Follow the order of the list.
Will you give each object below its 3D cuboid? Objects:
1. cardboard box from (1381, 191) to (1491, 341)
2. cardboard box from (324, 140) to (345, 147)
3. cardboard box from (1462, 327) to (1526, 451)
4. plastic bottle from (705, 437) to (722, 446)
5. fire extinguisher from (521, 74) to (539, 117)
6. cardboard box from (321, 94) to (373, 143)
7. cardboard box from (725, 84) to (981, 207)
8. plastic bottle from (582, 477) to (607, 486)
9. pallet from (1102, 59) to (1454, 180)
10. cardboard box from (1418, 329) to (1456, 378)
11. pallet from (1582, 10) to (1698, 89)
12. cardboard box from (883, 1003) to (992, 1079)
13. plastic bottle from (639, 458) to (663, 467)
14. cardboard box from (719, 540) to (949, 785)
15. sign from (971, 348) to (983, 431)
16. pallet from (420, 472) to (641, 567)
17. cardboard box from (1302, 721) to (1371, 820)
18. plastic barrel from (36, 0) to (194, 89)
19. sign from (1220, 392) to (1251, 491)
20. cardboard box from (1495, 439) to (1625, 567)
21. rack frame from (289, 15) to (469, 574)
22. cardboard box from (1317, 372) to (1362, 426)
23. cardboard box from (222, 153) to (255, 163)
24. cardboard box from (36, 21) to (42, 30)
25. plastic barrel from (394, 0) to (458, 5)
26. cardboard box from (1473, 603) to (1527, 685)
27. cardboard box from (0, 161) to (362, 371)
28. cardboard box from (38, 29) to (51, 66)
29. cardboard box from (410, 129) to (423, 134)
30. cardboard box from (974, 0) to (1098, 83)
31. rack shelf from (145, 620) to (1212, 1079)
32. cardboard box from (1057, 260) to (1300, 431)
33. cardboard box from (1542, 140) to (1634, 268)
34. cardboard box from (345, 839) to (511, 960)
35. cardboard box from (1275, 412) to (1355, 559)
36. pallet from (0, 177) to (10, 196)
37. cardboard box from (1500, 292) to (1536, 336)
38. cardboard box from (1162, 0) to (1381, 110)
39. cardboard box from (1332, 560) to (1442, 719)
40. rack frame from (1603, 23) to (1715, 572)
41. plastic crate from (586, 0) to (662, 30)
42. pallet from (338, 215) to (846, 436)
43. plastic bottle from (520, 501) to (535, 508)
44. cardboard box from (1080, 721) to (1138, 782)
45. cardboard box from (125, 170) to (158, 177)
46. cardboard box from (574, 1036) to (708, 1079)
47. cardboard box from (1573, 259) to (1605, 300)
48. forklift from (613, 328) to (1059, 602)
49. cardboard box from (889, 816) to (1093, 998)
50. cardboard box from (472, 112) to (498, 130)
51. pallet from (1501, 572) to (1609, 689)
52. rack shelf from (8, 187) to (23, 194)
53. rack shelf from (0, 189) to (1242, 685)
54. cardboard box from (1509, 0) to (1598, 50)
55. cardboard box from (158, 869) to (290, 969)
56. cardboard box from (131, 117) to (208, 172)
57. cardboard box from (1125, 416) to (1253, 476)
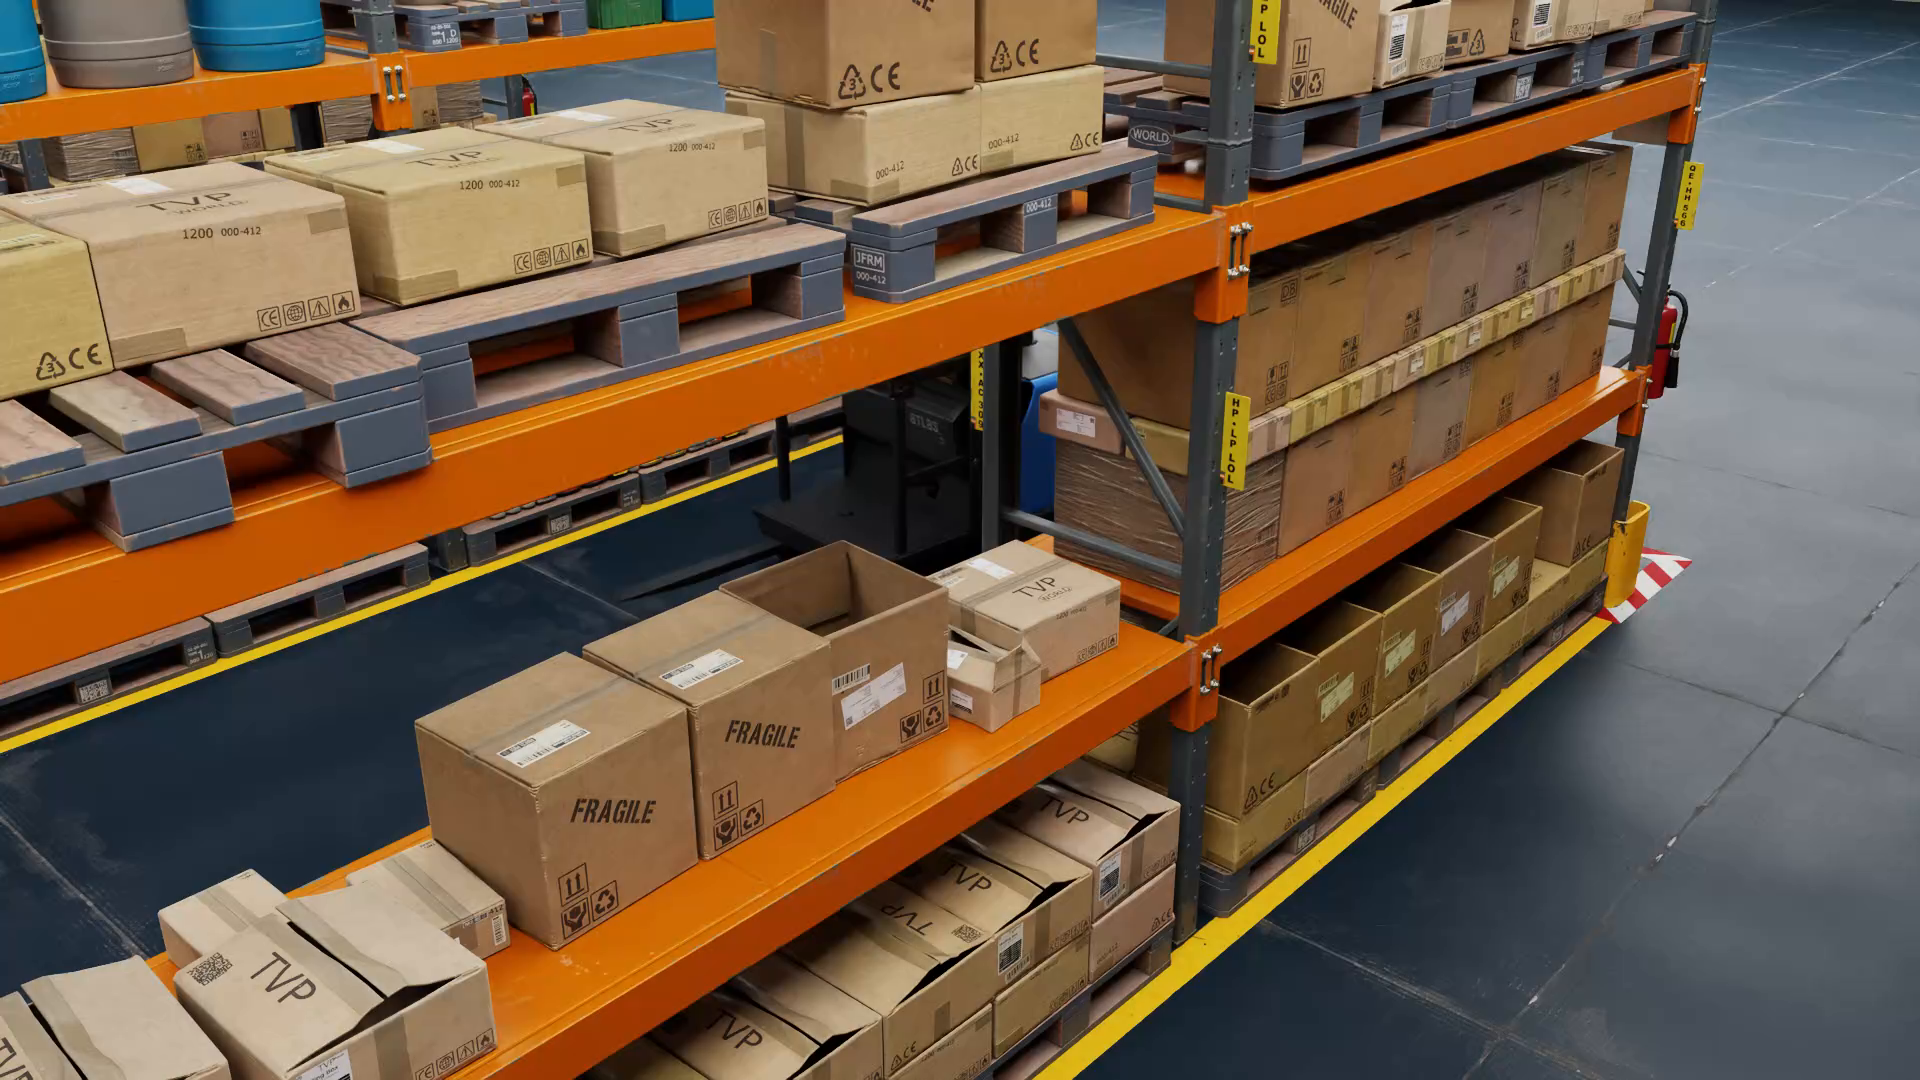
[{"bbox_3d":[1.790,-1.211,7.077,0.700,0.500,0.500,20,31,38],"label":"cardboard box"},{"bbox_3d":[-5.170,-3.159,13.437,0.380,0.149,0.250,20,31,38],"label":"cardboard box"},{"bbox_3d":[2.160,-0.793,7.729,0.700,0.500,0.500,20,31,38],"label":"cardboard box"},{"bbox_3d":[-1.610,-0.760,10.569,0.152,0.276,0.135,20,31,38],"label":"plastic bottle"},{"bbox_3d":[-3.791,-3.777,14.601,0.296,0.674,0.183,20,31,38],"label":"fire extinguisher"},{"bbox_3d":[-5.209,-3.598,13.624,0.875,0.500,0.500,20,31,38],"label":"cardboard box"},{"bbox_3d":[-0.289,-1.117,4.578,0.500,0.250,0.500,17,29,33],"label":"cardboard box"},{"bbox_3d":[-2.218,-0.514,9.930,0.144,0.351,0.185,19,30,35],"label":"plastic bottle"},{"bbox_3d":[1.044,-1.573,6.034,1.003,0.211,1.213,20,31,38],"label":"pallet"},{"bbox_3d":[1.849,-0.822,7.001,0.380,0.149,0.250,20,31,37],"label":"cardboard box"},{"bbox_3d":[2.673,-2.317,7.692,1.003,0.211,1.213,20,31,38],"label":"pallet"},{"bbox_3d":[-0.247,1.600,5.362,0.500,0.250,0.500,21,32,39],"label":"cardboard box"},{"bbox_3d":[-1.935,-0.643,10.219,0.144,0.351,0.185,20,31,37],"label":"plastic bottle"},{"bbox_3d":[-0.382,0.366,5.144,0.500,0.500,0.500,-22,32,-39],"label":"cardboard box"},{"bbox_3d":[0.080,-0.560,6.178,0.100,0.325,0.005,20,31,38],"label":"sign"},{"bbox_3d":[-2.713,-0.253,10.055,1.003,0.211,1.213,20,31,38],"label":"pallet"},{"bbox_3d":[1.367,0.876,6.978,0.500,0.250,0.500,20,31,38],"label":"cardboard box"},{"bbox_3d":[-3.806,-2.516,7.415,0.600,0.901,0.600,0,24,0],"label":"plastic barrel"},{"bbox_3d":[0.905,-0.325,5.490,0.100,0.325,0.005,20,31,38],"label":"sign"},{"bbox_3d":[3.027,-0.231,8.530,0.500,0.500,0.500,20,31,38],"label":"cardboard box"},{"bbox_3d":[-3.192,-1.332,9.054,1.000,3.000,0.127,20,31,38],"label":"rack frame"},{"bbox_3d":[1.330,-0.584,6.472,0.380,0.149,0.250,20,31,37],"label":"cardboard box"},{"bbox_3d":[-5.697,-2.940,12.949,0.380,0.149,0.250,20,31,38],"label":"cardboard box"},{"bbox_3d":[-6.785,-3.534,12.258,0.500,0.500,0.500,20,31,38],"label":"cardboard box"},{"bbox_3d":[-2.758,-3.021,8.504,0.421,0.512,0.421,0,24,0],"label":"plastic barrel"},{"bbox_3d":[2.369,0.419,7.997,0.500,0.250,0.500,20,31,38],"label":"cardboard box"},{"bbox_3d":[-1.578,-0.569,3.357,0.500,0.250,0.500,21,32,39],"label":"cardboard box"},{"bbox_3d":[-6.391,-3.389,11.935,0.500,0.500,0.500,20,31,38],"label":"cardboard box"},{"bbox_3d":[-4.722,-3.407,13.989,0.380,0.149,0.250,20,31,38],"label":"cardboard box"},{"bbox_3d":[0.053,-1.635,4.817,0.500,0.500,0.500,21,31,38],"label":"cardboard box"},{"bbox_3d":[-0.841,0.960,4.823,1.077,0.370,4.000,20,31,38],"label":"rack shelf"},{"bbox_3d":[0.786,-0.753,6.054,0.700,0.500,0.500,20,31,38],"label":"cardboard box"},{"bbox_3d":[2.807,-1.679,8.121,0.700,0.500,0.500,20,31,38],"label":"cardboard box"},{"bbox_3d":[-1.366,0.951,4.269,0.250,0.149,0.380,-21,32,-39],"label":"cardboard box"},{"bbox_3d":[1.133,-0.323,6.682,0.700,0.500,0.500,20,31,37],"label":"cardboard box"},{"bbox_3d":[-7.499,-2.403,11.679,1.003,0.211,1.213,20,31,38],"label":"pallet"},{"bbox_3d":[2.362,-1.056,7.523,0.380,0.149,0.250,21,32,39],"label":"cardboard box"},{"bbox_3d":[1.027,-1.729,5.468,0.500,0.500,0.500,-21,32,-39],"label":"cardboard box"},{"bbox_3d":[1.704,0.382,7.162,0.500,0.500,0.500,20,31,38],"label":"cardboard box"},{"bbox_3d":[3.164,-1.197,8.753,1.000,3.000,0.127,20,31,38],"label":"rack frame"},{"bbox_3d":[-1.936,-3.010,9.390,0.336,0.188,0.450,20,31,38],"label":"plastic crate"},{"bbox_3d":[-1.045,-0.615,4.019,1.003,0.211,1.213,22,32,40],"label":"pallet"},{"bbox_3d":[-2.517,-0.295,9.624,0.097,0.201,0.097,0,24,0],"label":"plastic bottle"},{"bbox_3d":[0.641,0.884,6.959,0.500,0.250,0.500,20,31,38],"label":"cardboard box"},{"bbox_3d":[-6.190,-2.709,12.433,0.380,0.149,0.250,20,31,38],"label":"cardboard box"},{"bbox_3d":[-0.921,1.651,4.563,0.500,0.311,0.500,19,30,36],"label":"cardboard box"},{"bbox_3d":[2.877,-1.290,8.045,0.380,0.149,0.250,21,32,39],"label":"cardboard box"},{"bbox_3d":[-0.455,-1.163,8.761,3.031,2.935,1.130,-21,32,-39],"label":"forklift"},{"bbox_3d":[0.095,1.191,5.589,0.500,0.311,0.500,21,32,39],"label":"cardboard box"},{"bbox_3d":[-4.247,-3.645,14.520,0.380,0.149,0.250,20,31,38],"label":"cardboard box"},{"bbox_3d":[2.684,0.320,8.778,1.003,0.211,1.213,20,31,38],"label":"pallet"},{"bbox_3d":[-5.546,-2.965,13.576,1.077,0.370,4.000,20,31,38],"label":"rack shelf"},{"bbox_3d":[-0.841,-0.409,4.209,1.077,0.370,4.000,20,31,38],"label":"rack shelf"},{"bbox_3d":[2.220,-2.188,6.722,0.500,0.311,0.500,-20,31,-37],"label":"cardboard box"},{"bbox_3d":[-1.781,1.006,4.147,0.380,0.149,0.250,20,31,38],"label":"cardboard box"},{"bbox_3d":[-6.174,-3.128,12.575,0.875,0.500,0.500,20,31,38],"label":"cardboard box"},{"bbox_3d":[0.818,-0.349,5.946,0.380,0.149,0.250,20,31,37],"label":"cardboard box"}]
